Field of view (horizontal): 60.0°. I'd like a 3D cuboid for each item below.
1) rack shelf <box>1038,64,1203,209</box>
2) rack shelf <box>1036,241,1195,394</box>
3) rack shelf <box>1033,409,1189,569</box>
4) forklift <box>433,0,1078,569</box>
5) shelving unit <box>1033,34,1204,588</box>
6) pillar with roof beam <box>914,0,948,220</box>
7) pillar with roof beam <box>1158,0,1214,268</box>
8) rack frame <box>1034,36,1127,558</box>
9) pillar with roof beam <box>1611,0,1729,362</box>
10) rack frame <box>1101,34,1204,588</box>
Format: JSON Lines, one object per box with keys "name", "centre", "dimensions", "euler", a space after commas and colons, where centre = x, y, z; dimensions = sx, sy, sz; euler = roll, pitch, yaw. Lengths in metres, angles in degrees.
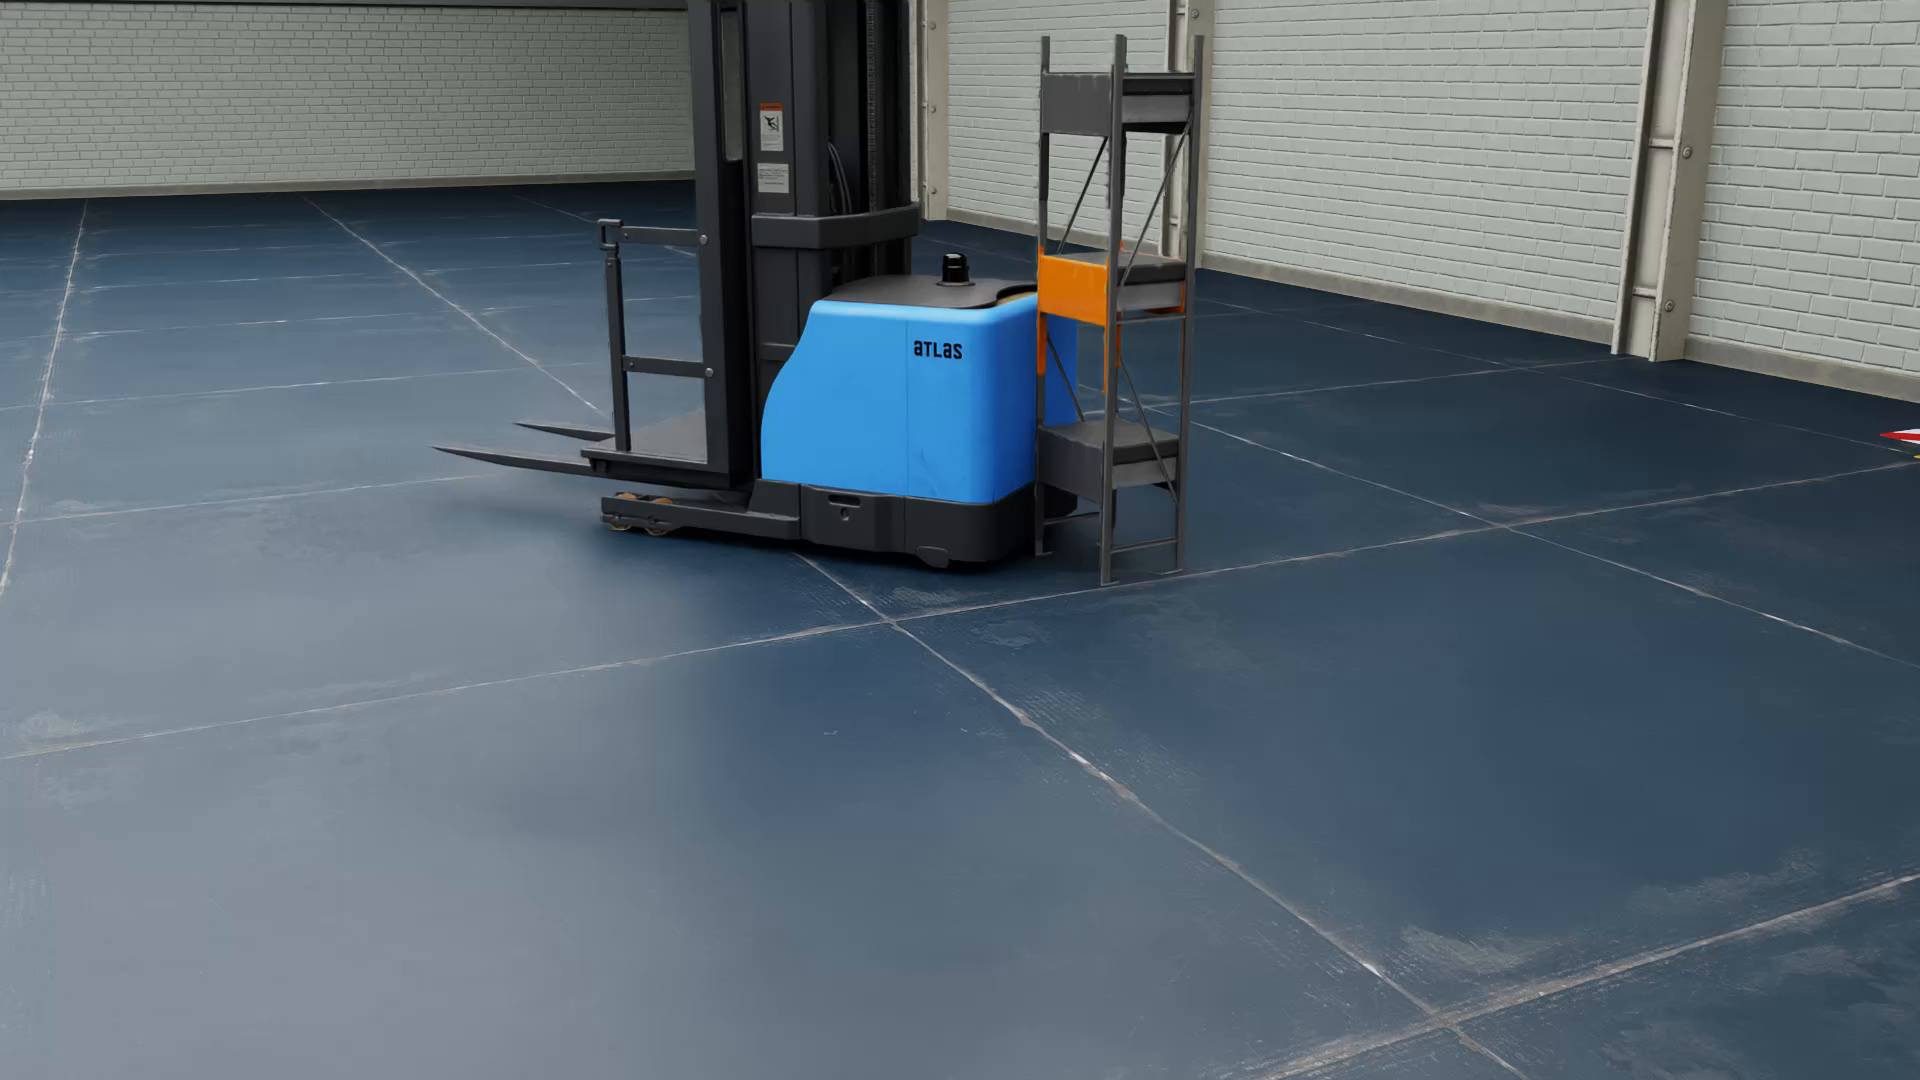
{"name": "rack shelf", "centre": [0.611, -1.566, 6.413], "dimensions": [0.431, 0.518, 0.480], "euler": [-9, 18, -29]}
{"name": "rack shelf", "centre": [0.611, -0.893, 6.606], "dimensions": [0.431, 0.518, 0.480], "euler": [-9, 18, -29]}
{"name": "rack shelf", "centre": [0.611, -0.220, 6.800], "dimensions": [0.431, 0.518, 0.480], "euler": [-9, 18, -29]}
{"name": "forklift", "centre": [-1.030, -1.548, 7.333], "dimensions": [3.031, 2.935, 1.130], "euler": [7, 18, 24]}
{"name": "shelving unit", "centre": [0.611, -0.906, 6.603], "dimensions": [0.431, 2.100, 0.503], "euler": [-9, 18, -29]}
{"name": "pillar with roof beam", "centre": [-4.241, -8.090, 19.127], "dimensions": [9.100, 9.000, 0.400], "euler": [-8, 18, -25]}
{"name": "pillar with roof beam", "centre": [-1.613, -6.602, 13.942], "dimensions": [9.100, 9.000, 0.400], "euler": [-8, 18, -25]}
{"name": "rack frame", "centre": [0.487, -0.964, 6.805], "dimensions": [0.400, 2.100, 0.015], "euler": [-9, 18, -29]}
{"name": "pillar with roof beam", "centre": [1.016, -5.114, 8.758], "dimensions": [9.100, 9.000, 0.400], "euler": [-8, 18, -25]}
{"name": "rack frame", "centre": [0.734, -0.848, 6.400], "dimensions": [0.400, 2.100, 0.015], "euler": [-9, 18, -29]}
